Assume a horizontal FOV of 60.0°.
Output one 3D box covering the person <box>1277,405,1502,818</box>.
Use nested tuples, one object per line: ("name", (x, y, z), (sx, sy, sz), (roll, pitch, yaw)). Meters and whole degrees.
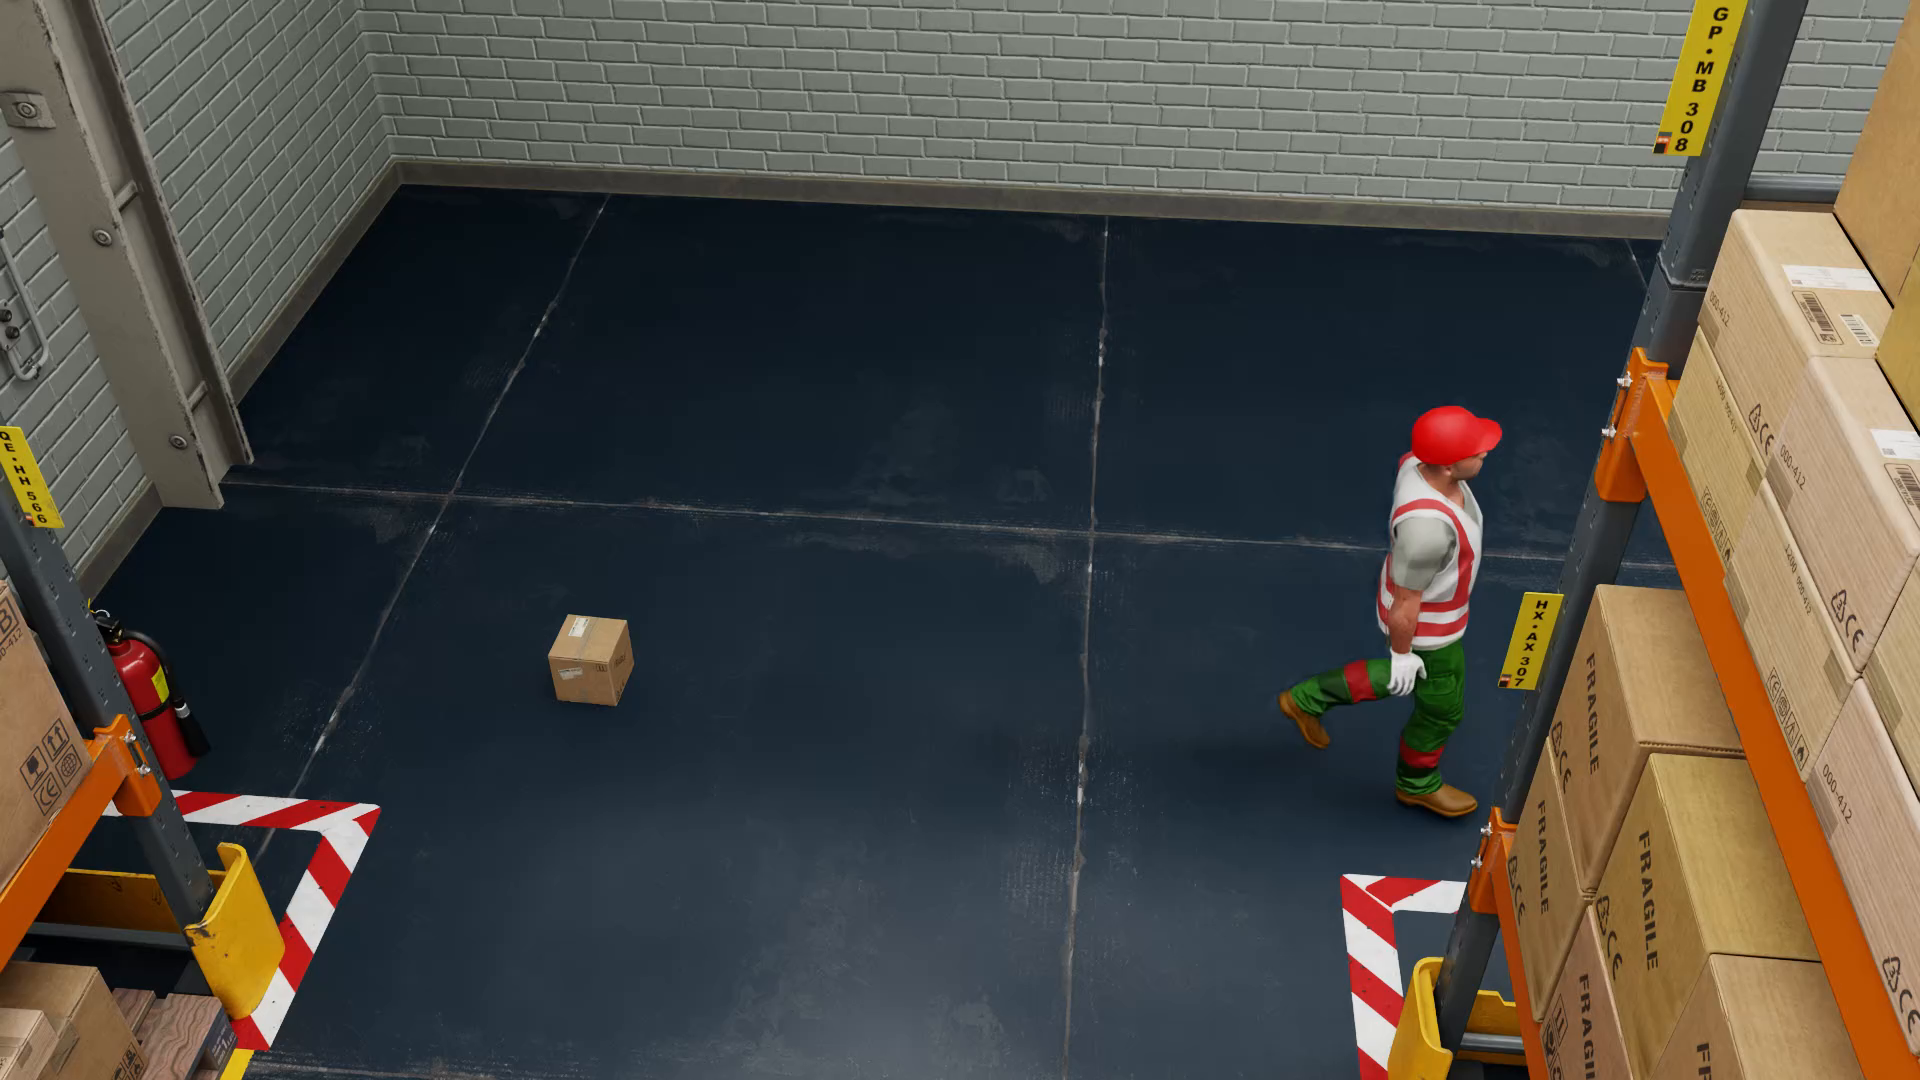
("person", (1.571, 0.250, 5.817), (0.789, 1.770, 0.551), (9, 41, 11))
